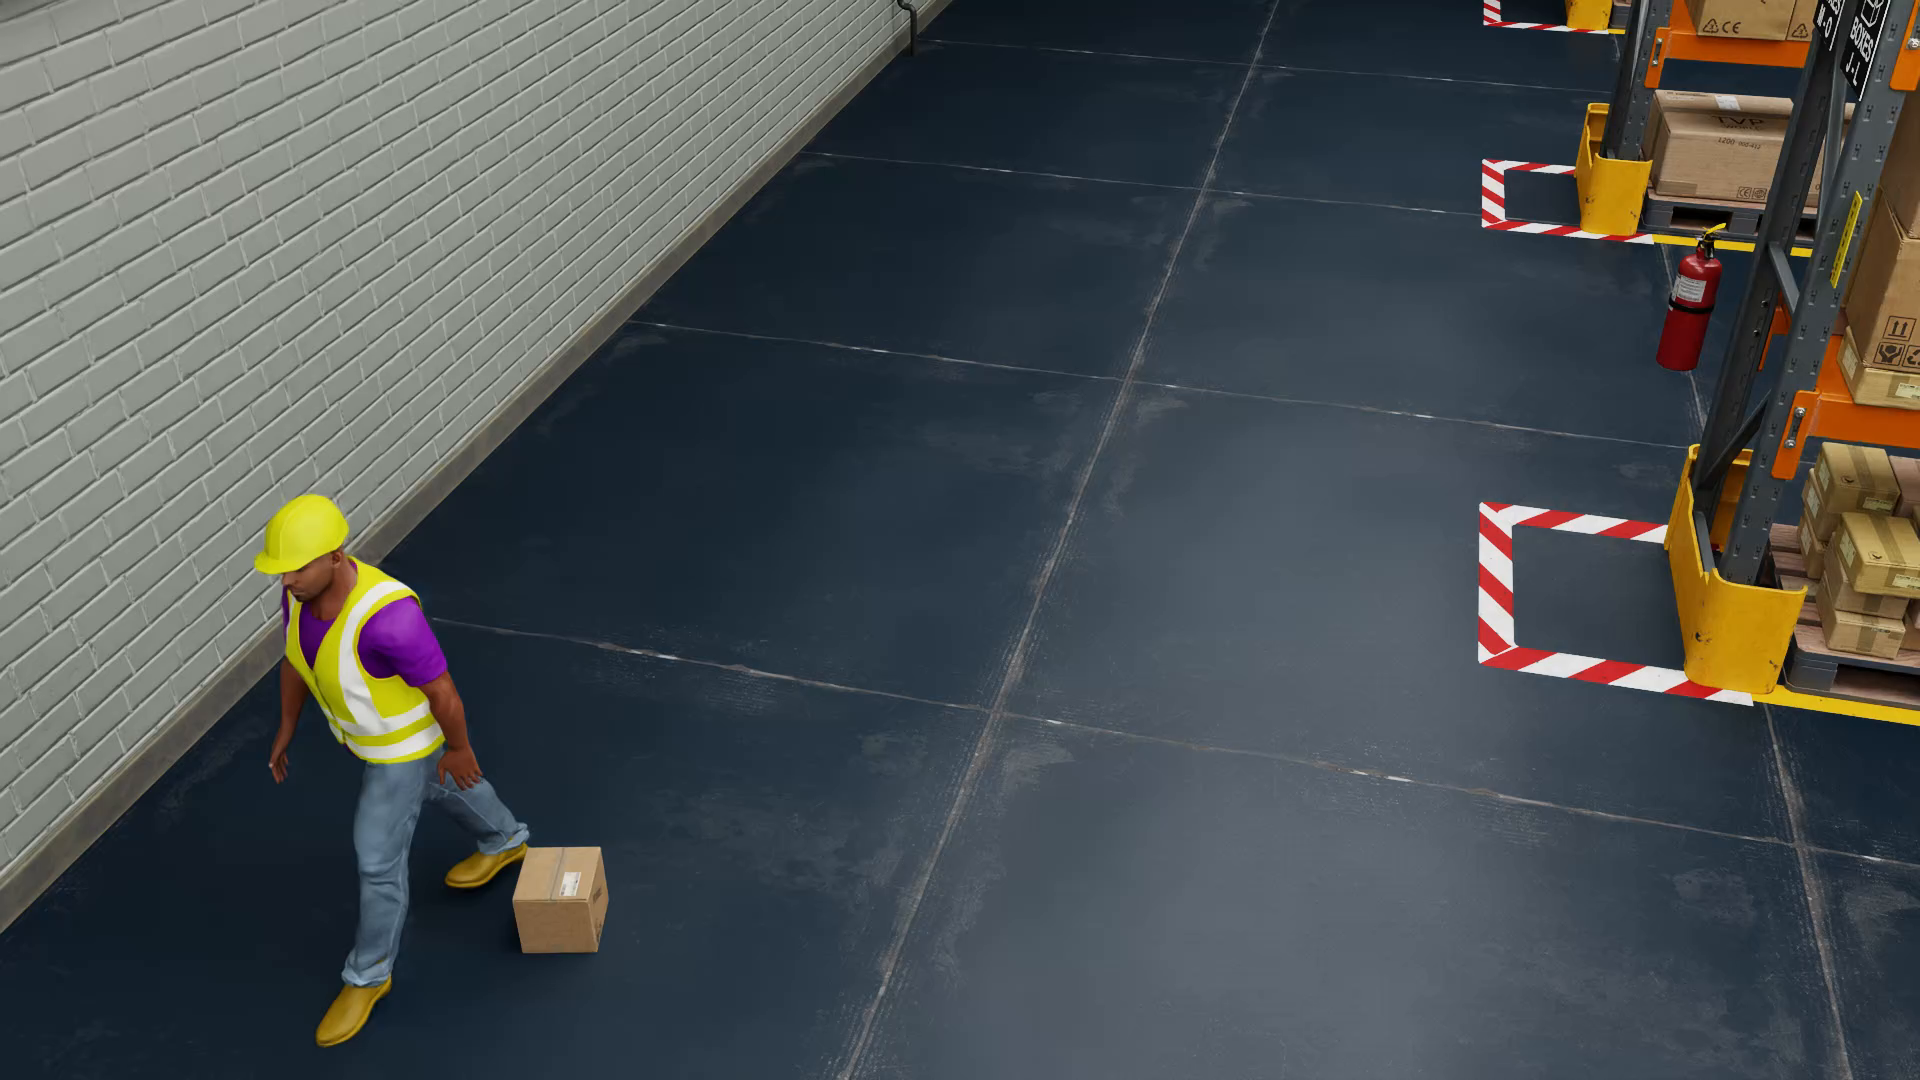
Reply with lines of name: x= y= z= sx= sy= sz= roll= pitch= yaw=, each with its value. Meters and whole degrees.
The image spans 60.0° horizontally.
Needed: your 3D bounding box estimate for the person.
person: x=-1.824 y=0.611 z=5.161 sx=0.592 sy=1.738 sz=0.966 roll=25 pitch=41 yaw=34
